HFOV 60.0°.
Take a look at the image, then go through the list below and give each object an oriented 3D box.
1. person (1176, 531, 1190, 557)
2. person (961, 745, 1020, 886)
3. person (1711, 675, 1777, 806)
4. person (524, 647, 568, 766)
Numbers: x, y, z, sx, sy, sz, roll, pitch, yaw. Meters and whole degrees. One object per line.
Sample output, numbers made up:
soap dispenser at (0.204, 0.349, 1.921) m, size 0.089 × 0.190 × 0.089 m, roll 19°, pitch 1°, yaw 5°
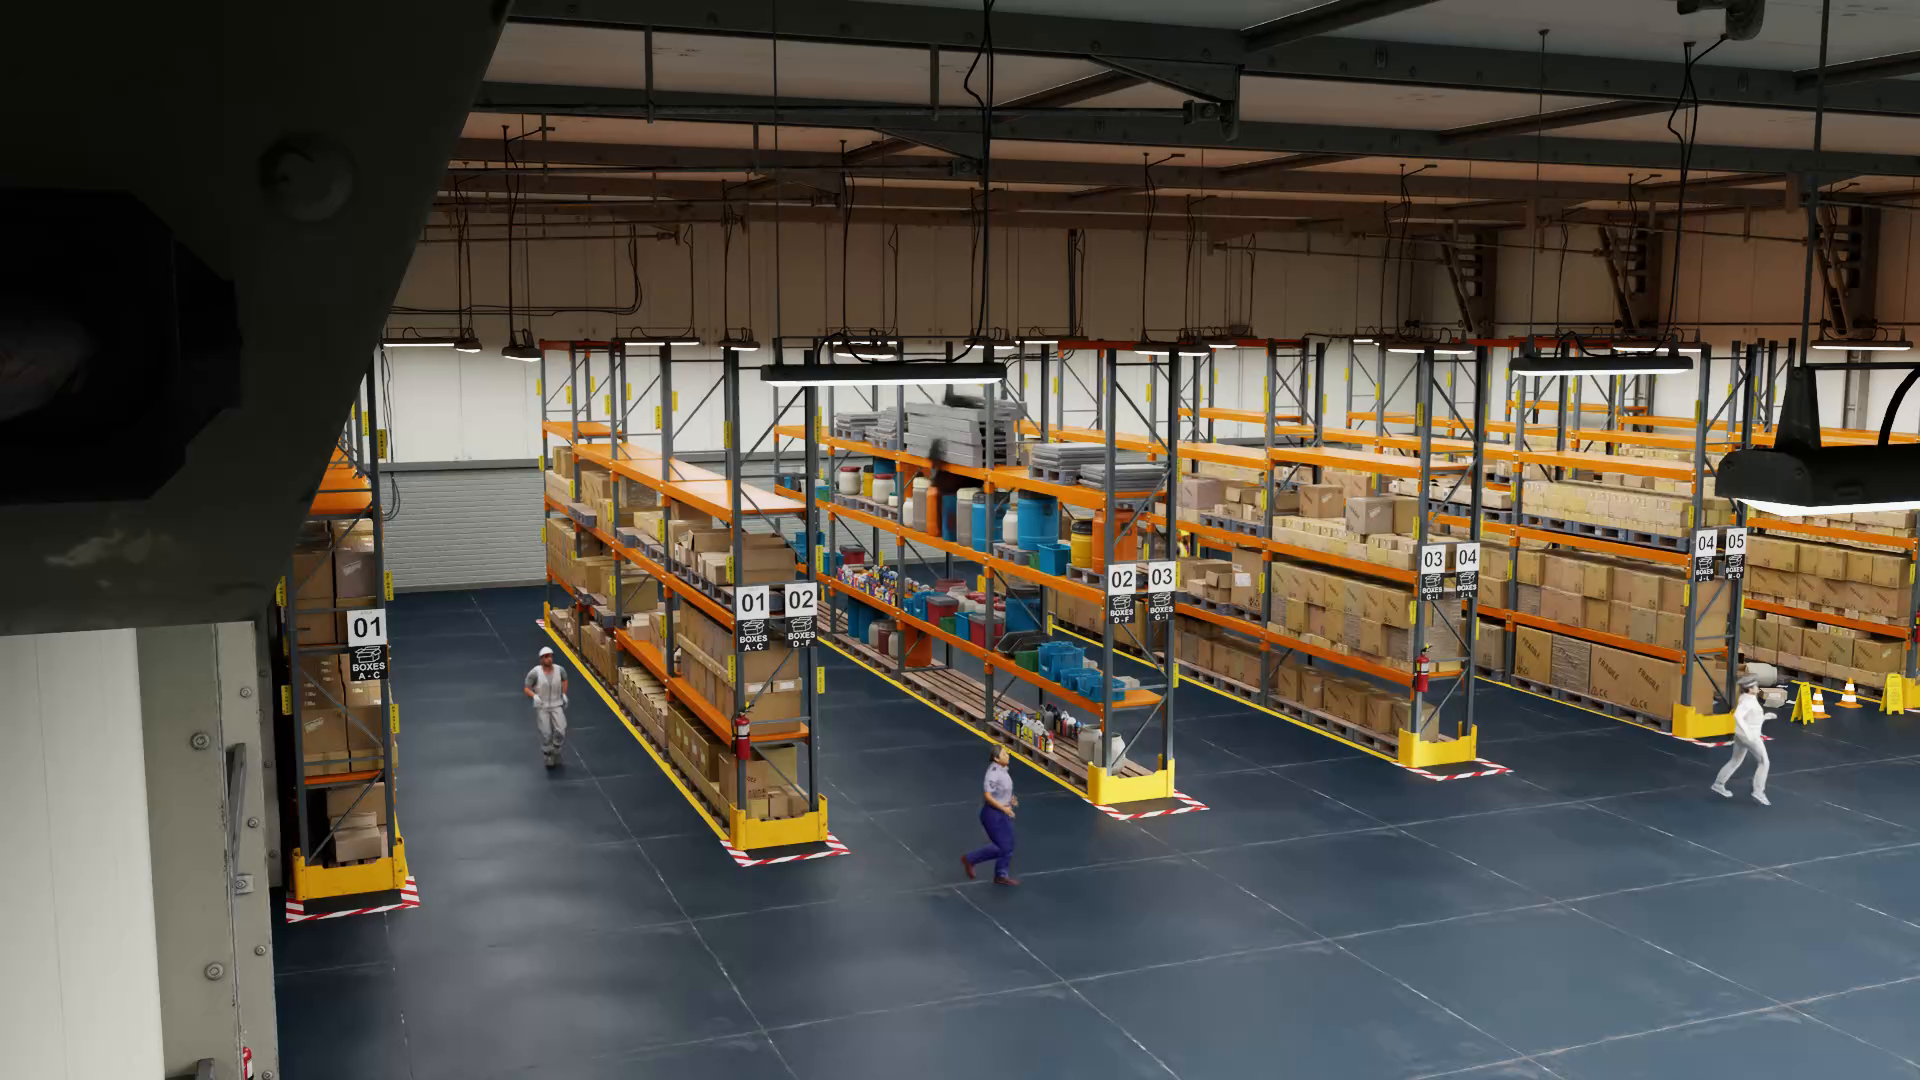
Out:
person at (5.043, 0.645, 37.175) m, size 0.707 × 1.718 × 0.576 m, roll -3°, pitch 8°, yaw -23°
person at (0.381, 3.110, 18.819) m, size 0.601 × 1.630 × 0.608 m, roll 1°, pitch 7°, yaw 7°
person at (10.389, 2.641, 21.989) m, size 0.761 × 1.753 × 0.581 m, roll 1°, pitch 7°, yaw 6°
person at (-5.841, 2.385, 23.624) m, size 0.651 × 1.744 × 0.609 m, roll -3°, pitch 8°, yaw -23°
